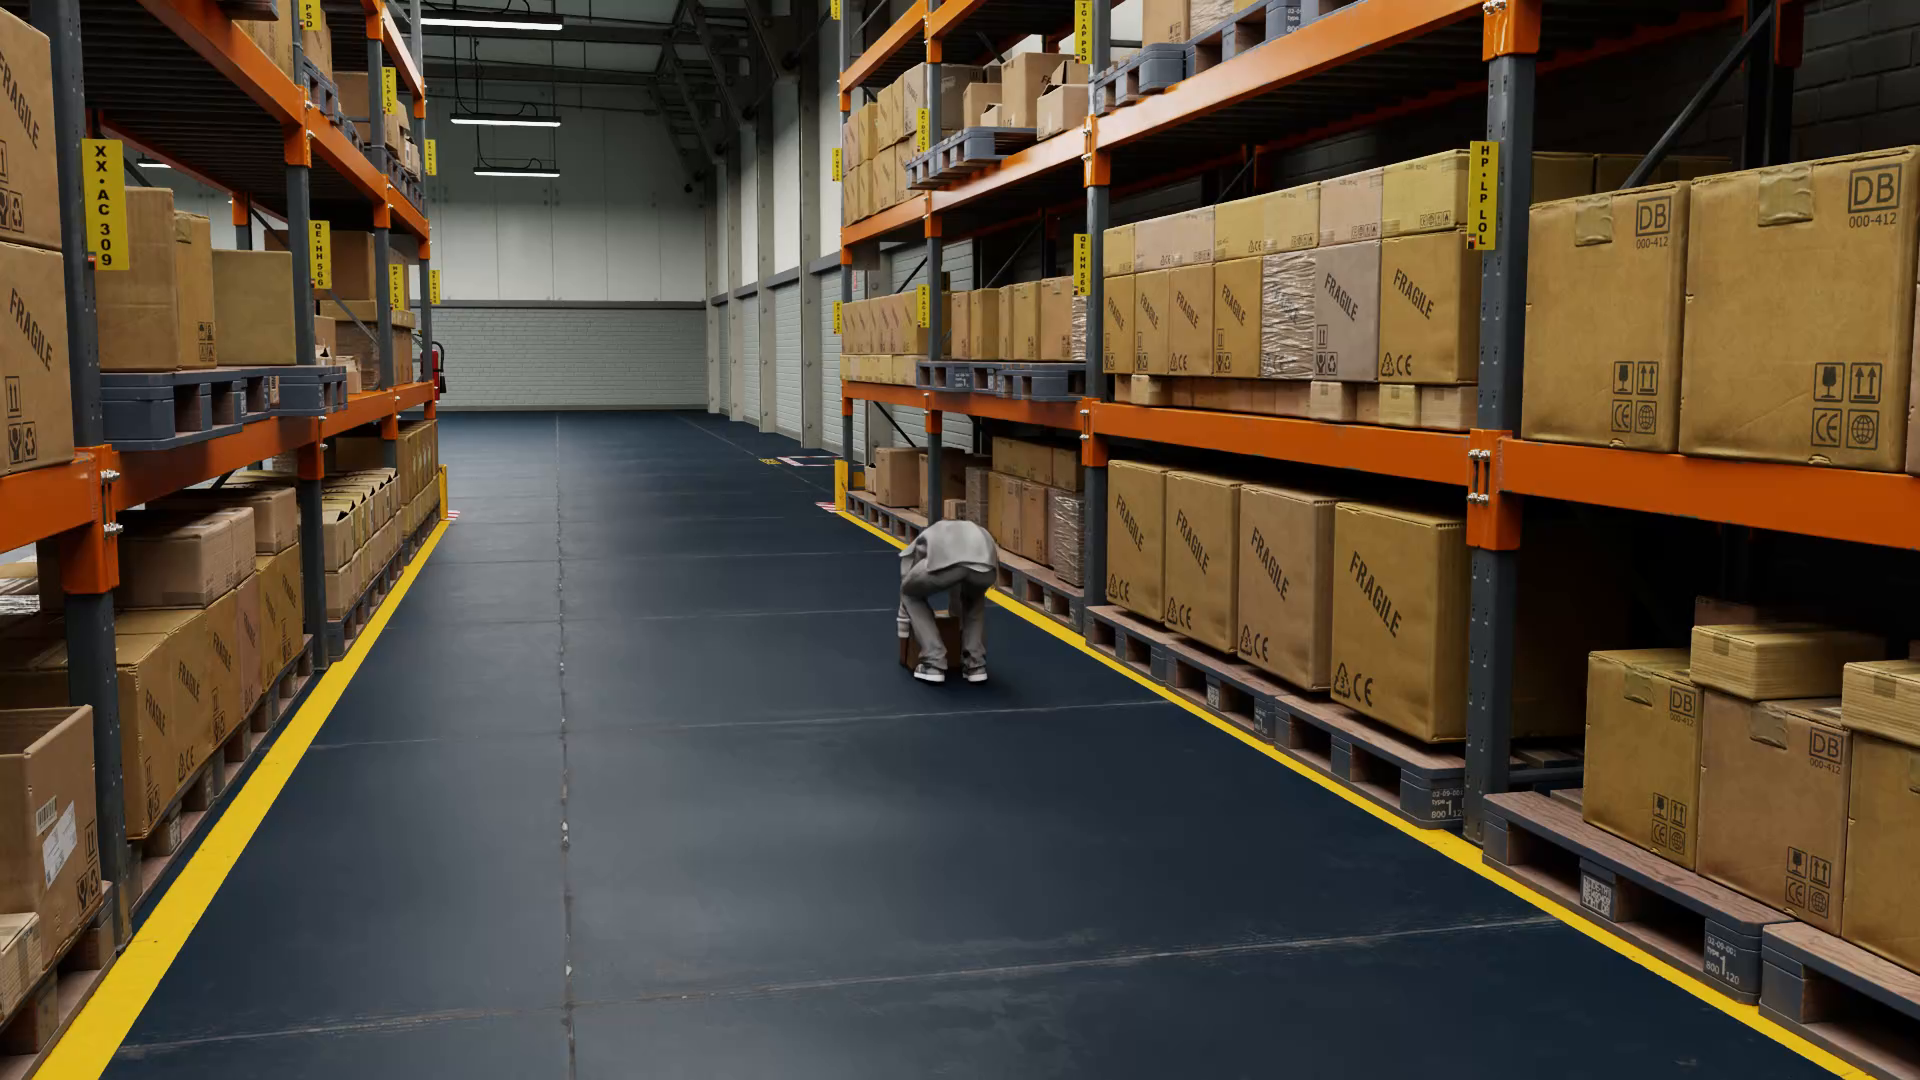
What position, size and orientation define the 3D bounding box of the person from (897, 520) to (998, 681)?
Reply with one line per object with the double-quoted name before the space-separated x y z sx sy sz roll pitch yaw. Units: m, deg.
"person" -0.078 0.285 8.080 0.424 0.798 0.867 -2 7 -16
